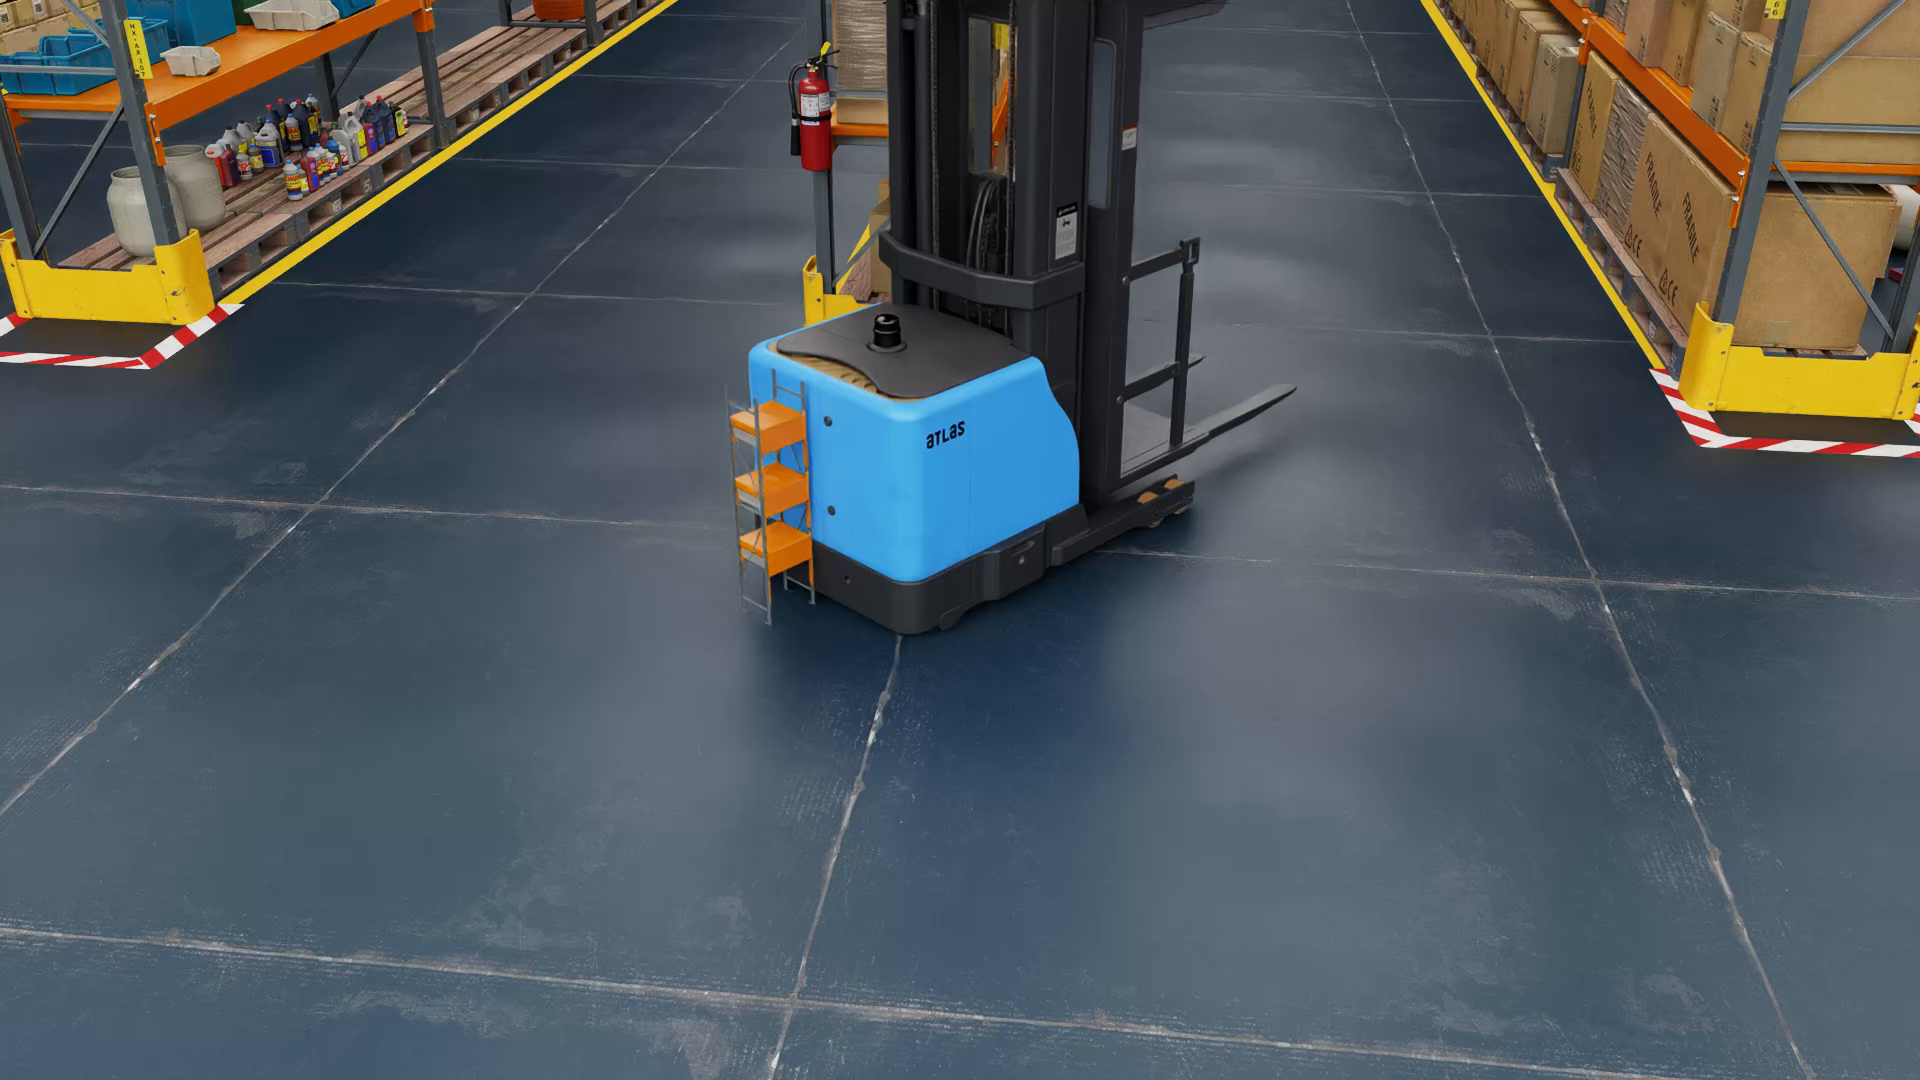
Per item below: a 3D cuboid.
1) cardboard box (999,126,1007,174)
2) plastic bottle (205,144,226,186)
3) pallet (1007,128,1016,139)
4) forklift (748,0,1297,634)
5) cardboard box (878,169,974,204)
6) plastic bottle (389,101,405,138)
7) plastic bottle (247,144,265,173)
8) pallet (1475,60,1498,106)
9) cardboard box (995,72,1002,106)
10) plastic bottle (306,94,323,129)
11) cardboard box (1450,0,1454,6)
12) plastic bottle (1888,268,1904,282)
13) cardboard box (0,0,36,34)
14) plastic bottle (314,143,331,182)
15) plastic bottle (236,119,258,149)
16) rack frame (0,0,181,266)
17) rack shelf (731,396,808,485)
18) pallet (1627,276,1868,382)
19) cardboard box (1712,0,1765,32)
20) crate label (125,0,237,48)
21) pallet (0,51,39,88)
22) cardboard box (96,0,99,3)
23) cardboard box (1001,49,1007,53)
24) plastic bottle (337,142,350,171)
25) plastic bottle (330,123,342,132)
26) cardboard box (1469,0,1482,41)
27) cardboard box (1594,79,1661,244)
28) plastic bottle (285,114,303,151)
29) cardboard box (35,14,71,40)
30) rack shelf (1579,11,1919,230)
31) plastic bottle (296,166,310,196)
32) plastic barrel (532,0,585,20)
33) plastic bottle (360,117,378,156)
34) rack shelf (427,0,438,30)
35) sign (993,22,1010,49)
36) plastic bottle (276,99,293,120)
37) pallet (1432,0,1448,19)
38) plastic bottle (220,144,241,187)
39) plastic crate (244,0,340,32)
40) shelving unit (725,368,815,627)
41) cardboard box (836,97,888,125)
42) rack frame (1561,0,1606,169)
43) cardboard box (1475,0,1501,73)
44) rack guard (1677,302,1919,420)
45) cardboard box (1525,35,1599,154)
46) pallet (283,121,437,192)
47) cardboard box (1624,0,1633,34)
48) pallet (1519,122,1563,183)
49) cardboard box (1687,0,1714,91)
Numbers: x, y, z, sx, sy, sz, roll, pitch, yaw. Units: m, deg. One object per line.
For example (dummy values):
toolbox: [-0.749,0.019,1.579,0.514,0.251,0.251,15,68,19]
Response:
cardboard box: [0.018,-2.936,12.229,0.500,0.500,0.500,13,31,22]
plastic bottle: [-5.389,-2.714,12.033,0.152,0.276,0.135,4,29,7]
pallet: [0.263,-3.446,13.924,1.003,0.211,1.213,3,28,6]
forklift: [0.480,-1.502,7.448,1.130,2.935,3.031,25,37,38]
cardboard box: [-0.189,-2.085,10.650,0.500,0.500,0.500,11,30,19]
plastic bottle: [-4.478,-3.347,13.201,0.061,0.283,0.133,5,29,9]
plastic bottle: [-5.230,-2.838,12.342,0.097,0.201,0.097,0,28,0]
pallet: [5.398,-4.260,15.435,1.003,0.211,1.213,3,28,6]
cardboard box: [0.046,-2.667,9.803,0.380,0.149,0.250,3,28,6]
plastic bottle: [-5.221,-3.463,13.428,0.097,0.271,0.097,0,28,0]
cardboard box: [5.592,-5.993,17.903,0.500,0.500,0.500,4,29,7]
plastic bottle: [6.271,-1.748,10.929,0.283,0.061,0.133,-6,29,-11]
cardboard box: [-9.177,-5.010,15.751,0.500,0.311,0.500,4,29,8]
plastic bottle: [-4.651,-2.748,12.102,0.097,0.271,0.097,0,28,0]
plastic bottle: [-5.333,-2.978,12.444,0.144,0.351,0.185,3,28,6]
rack frame: [-5.237,-2.712,9.622,1.000,3.000,0.127,3,28,6]
rack shelf: [-0.788,-0.410,6.829,0.215,0.259,0.240,25,37,38]
pallet: [4.609,-1.242,9.833,1.003,0.211,1.213,3,28,6]
cardboard box: [4.649,-3.067,8.983,0.875,0.550,0.550,3,28,6]
crate label: [-5.280,-3.610,11.251,0.502,0.435,0.616,3,28,6]
pallet: [-9.464,-4.582,16.032,1.003,0.211,1.213,3,28,6]
cardboard box: [-8.992,-5.728,17.084,0.500,0.311,0.500,4,29,8]
cardboard box: [0.097,-3.023,10.463,0.380,0.149,0.250,3,28,6]
plastic bottle: [-4.614,-2.861,12.385,0.097,0.201,0.097,0,28,0]
plastic bottle: [-4.707,-3.024,12.601,0.061,0.283,0.133,3,28,6]
cardboard box: [5.391,-5.264,16.550,0.500,0.500,0.500,3,28,6]
cardboard box: [4.826,-2.504,11.033,0.875,0.875,0.875,4,29,7]
plastic bottle: [-5.155,-3.156,12.859,0.097,0.271,0.097,0,28,0]
cardboard box: [-9.119,-5.001,16.326,0.500,0.250,0.500,4,29,7]
rack shelf: [4.834,-2.713,10.382,1.077,0.370,4.000,3,28,6]
plastic bottle: [-4.693,-2.558,11.822,0.097,0.201,0.097,0,28,0]
plastic barrel: [-4.213,-5.939,17.456,0.600,0.830,0.708,3,28,6]
plastic bottle: [-4.542,-3.104,12.748,0.061,0.283,0.133,5,29,10]
rack shelf: [-4.502,-5.220,15.035,1.077,0.370,4.000,3,28,6]
sign: [0.217,-2.774,8.824,0.100,0.325,0.005,3,28,6]
plastic bottle: [-5.257,-3.267,12.980,0.144,0.351,0.185,4,29,8]
pallet: [5.966,-6.143,18.930,1.003,0.211,1.213,3,28,6]
plastic bottle: [-5.283,-2.711,12.020,0.061,0.283,0.133,3,28,6]
plastic crate: [-4.694,-3.700,11.733,0.530,0.136,0.437,3,28,6]
shelving unit: [-0.788,-0.170,6.958,0.215,1.050,0.252,25,37,38]
cardboard box: [-0.491,-2.460,9.418,0.380,0.149,0.250,3,28,6]
rack frame: [5.079,-3.971,11.959,1.000,3.000,0.127,3,28,6]
cardboard box: [5.405,-4.767,15.366,1.050,0.750,0.750,3,28,6]
rack guard: [4.586,-0.977,9.036,1.175,0.500,0.348,3,28,6]
cardboard box: [5.066,-3.463,12.945,1.050,0.750,0.750,3,28,6]
pallet: [-4.870,-3.054,13.196,1.003,0.211,1.213,3,28,6]
cardboard box: [5.001,-3.603,11.117,0.875,0.550,0.550,3,28,6]
pallet: [5.099,-3.111,13.303,1.003,0.211,1.213,3,28,6]
cardboard box: [4.829,-2.848,9.716,0.875,0.550,0.550,3,28,6]
